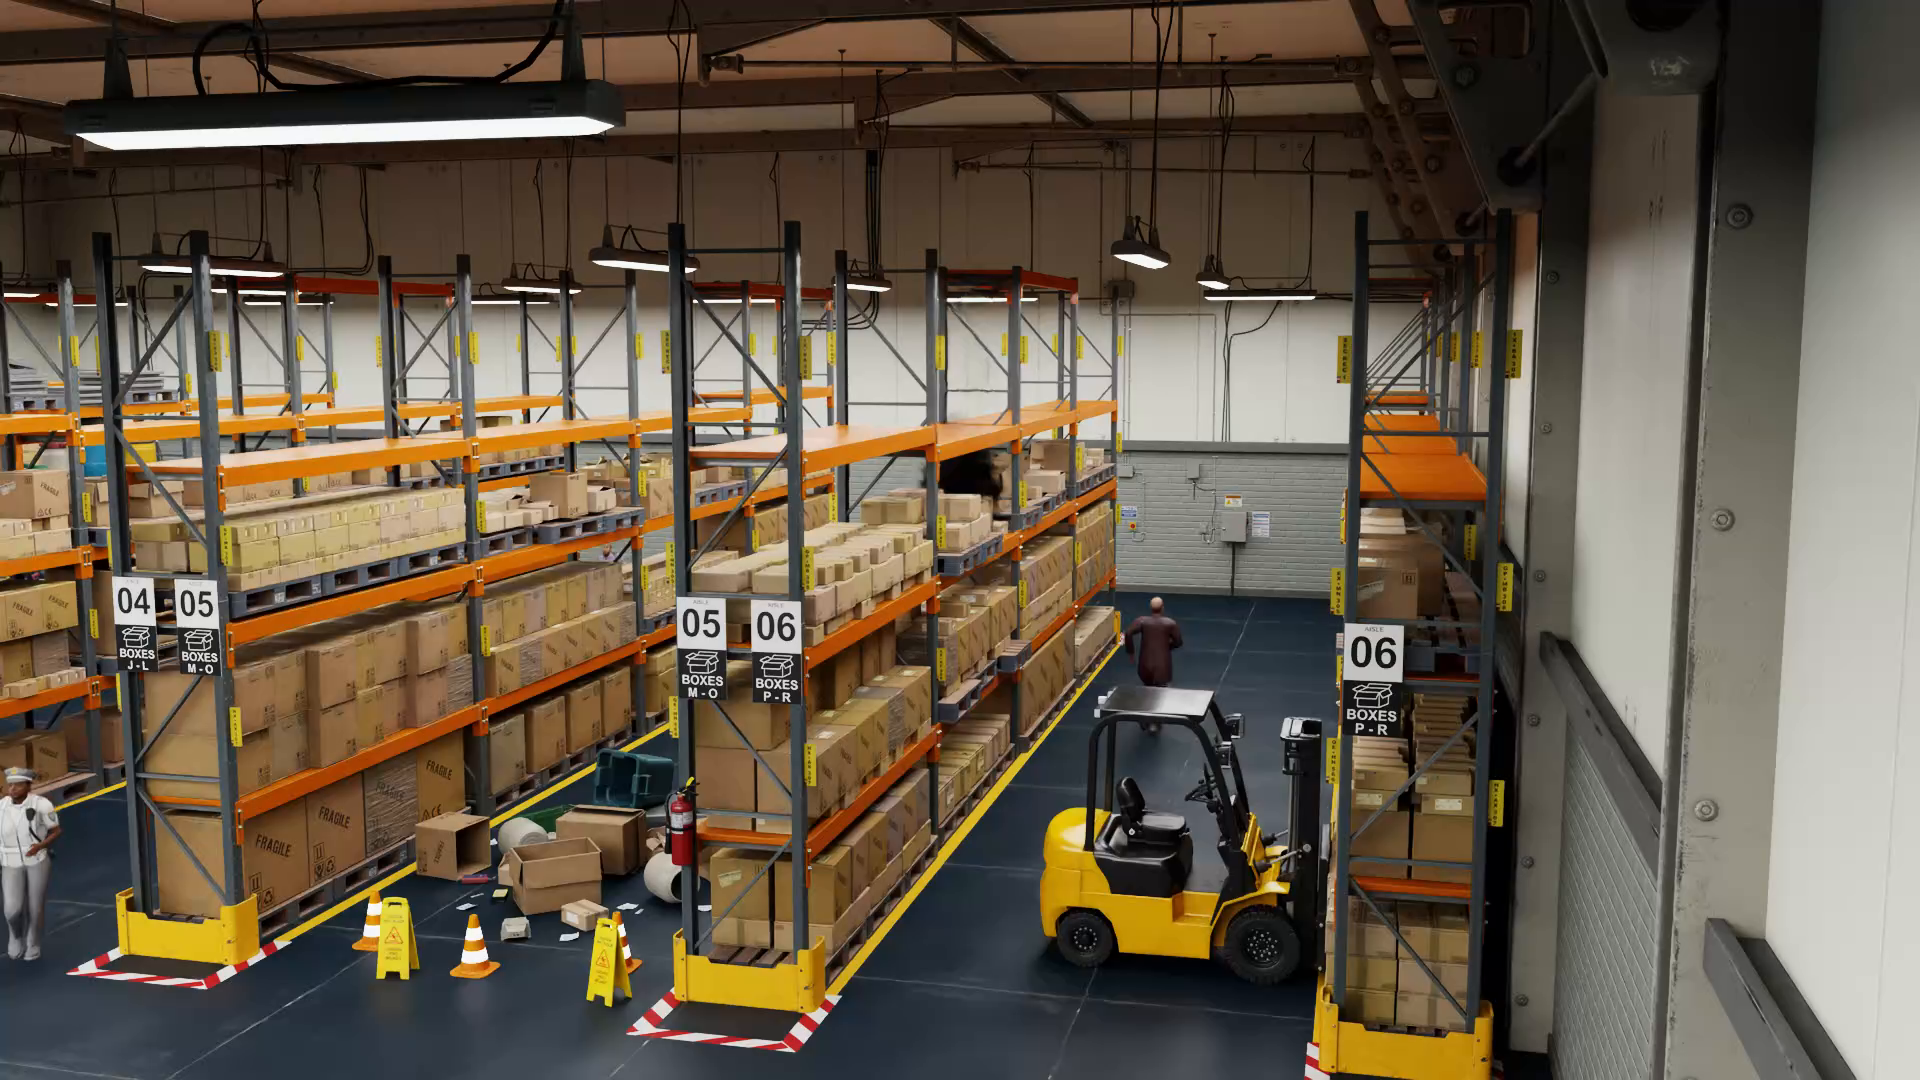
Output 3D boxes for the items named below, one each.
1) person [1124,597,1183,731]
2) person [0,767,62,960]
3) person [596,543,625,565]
[{"bbox_3d":[2.558,1.635,21.922,0.741,1.795,0.735,2,7,14],"label":"person"},{"bbox_3d":[-7.708,2.672,13.689,0.540,1.666,0.591,-2,7,-18],"label":"person"},{"bbox_3d":[-6.084,0.840,29.003,0.616,1.652,0.815,1,7,8],"label":"person"}]
